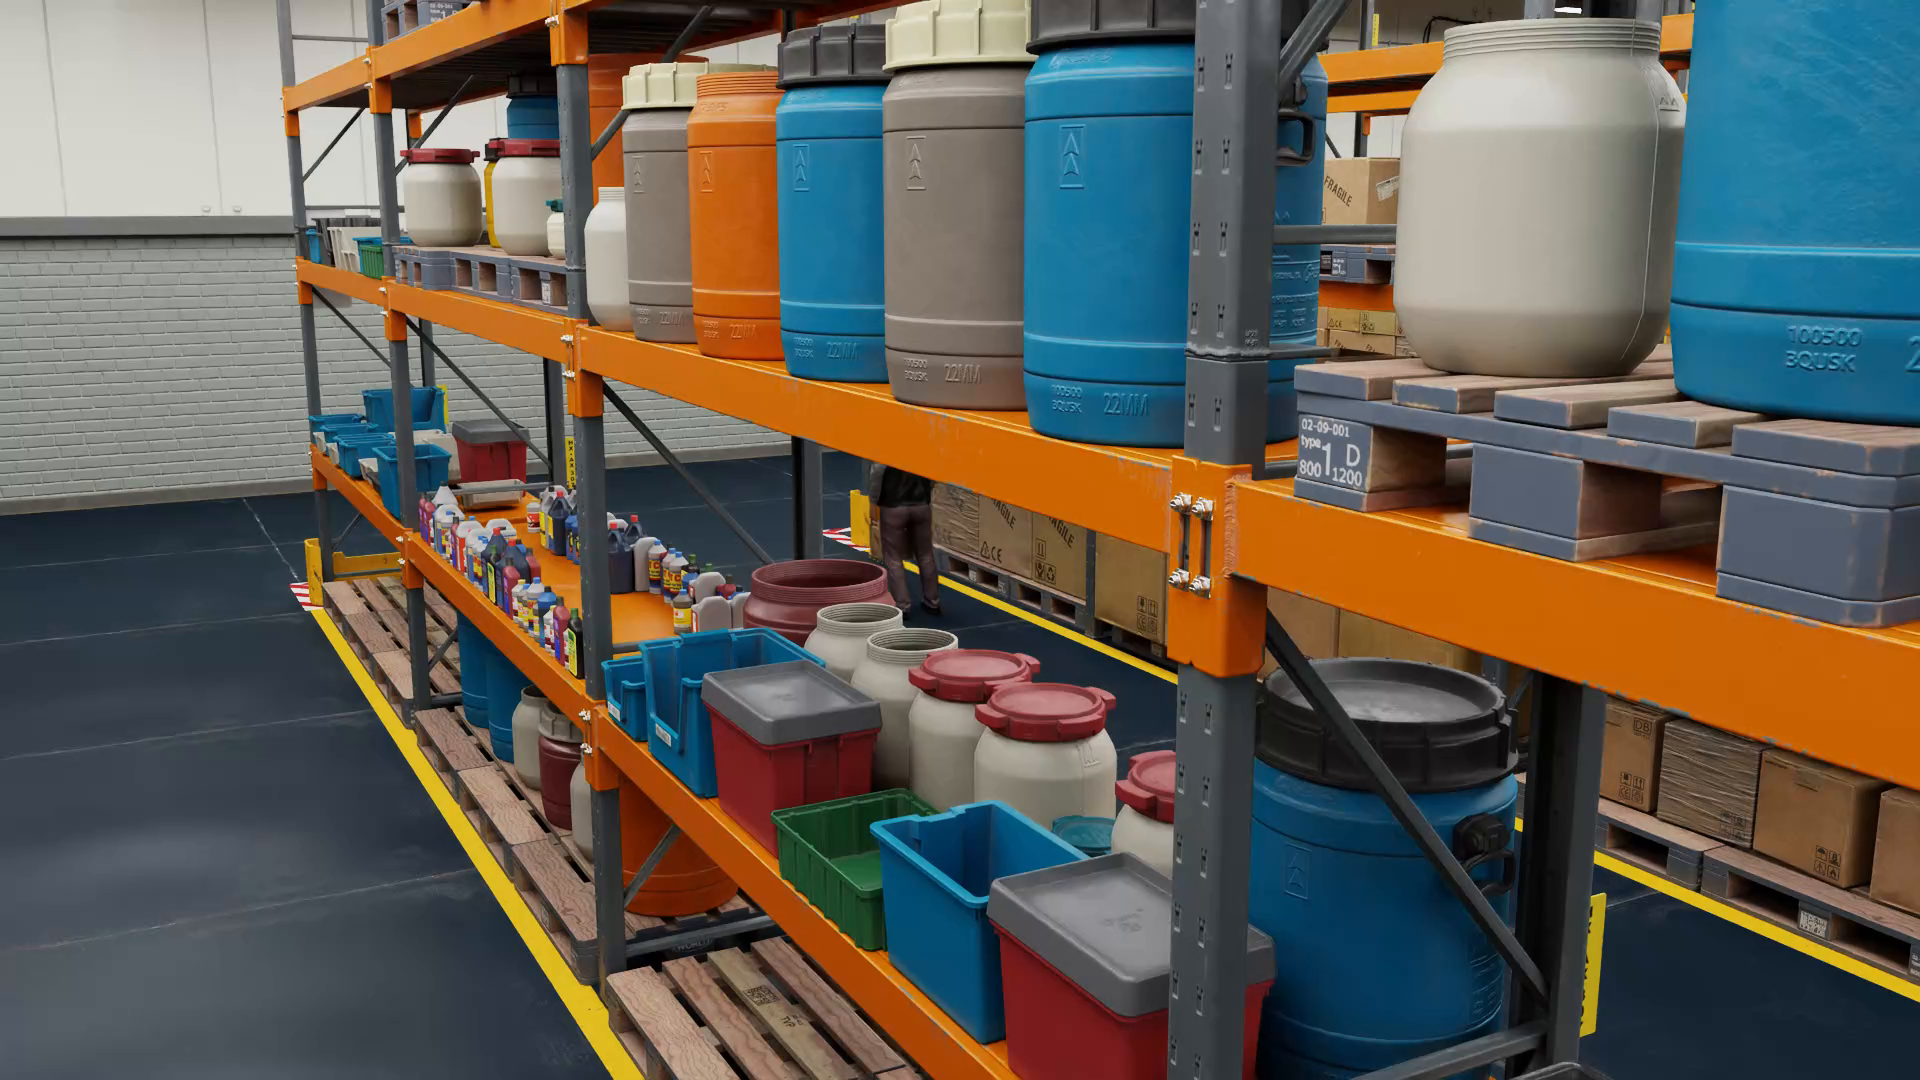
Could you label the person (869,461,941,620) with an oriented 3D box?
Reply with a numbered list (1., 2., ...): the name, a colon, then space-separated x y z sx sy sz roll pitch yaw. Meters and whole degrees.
1. person: -0.440 -0.248 13.235 0.637 1.715 0.424 -6 13 -28
